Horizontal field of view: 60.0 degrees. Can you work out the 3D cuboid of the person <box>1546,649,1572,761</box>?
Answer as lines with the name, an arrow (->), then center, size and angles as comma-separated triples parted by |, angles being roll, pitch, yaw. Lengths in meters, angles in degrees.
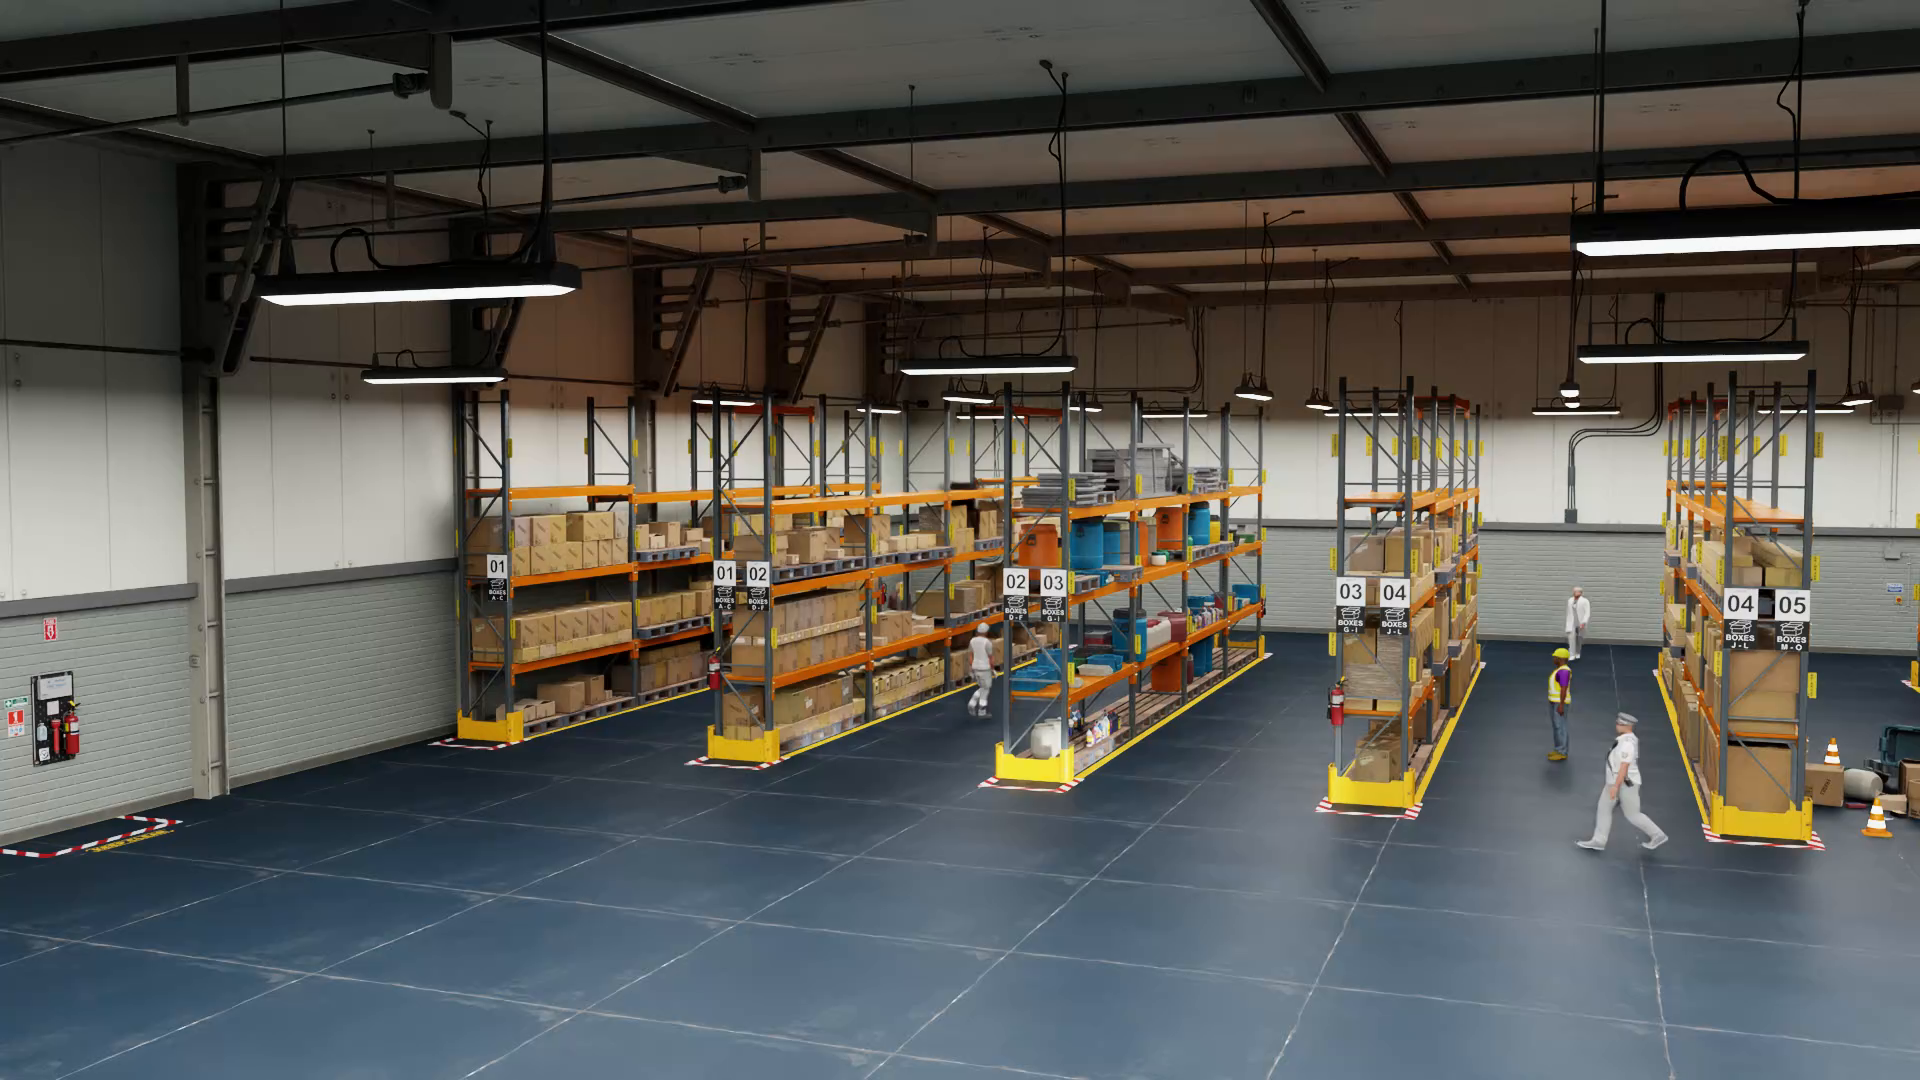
person -> 9.659, 2.644, 26.870 | 0.453, 1.771, 0.572 | 0, 3, -3

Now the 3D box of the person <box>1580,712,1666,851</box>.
person -> 8.235, 2.994, 20.574 | 0.919, 1.742, 0.534 | -1, 3, -12

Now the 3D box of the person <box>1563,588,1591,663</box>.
person -> 14.444, 1.993, 38.953 | 0.597, 1.740, 1.030 | 1, 3, 18

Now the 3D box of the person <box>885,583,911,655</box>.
person -> -1.507, 1.914, 40.455 | 0.669, 1.738, 1.028 | 1, 3, 18

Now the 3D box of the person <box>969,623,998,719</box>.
person -> 0.445, 2.415, 30.661 | 0.459, 1.801, 0.532 | -1, 3, -21
